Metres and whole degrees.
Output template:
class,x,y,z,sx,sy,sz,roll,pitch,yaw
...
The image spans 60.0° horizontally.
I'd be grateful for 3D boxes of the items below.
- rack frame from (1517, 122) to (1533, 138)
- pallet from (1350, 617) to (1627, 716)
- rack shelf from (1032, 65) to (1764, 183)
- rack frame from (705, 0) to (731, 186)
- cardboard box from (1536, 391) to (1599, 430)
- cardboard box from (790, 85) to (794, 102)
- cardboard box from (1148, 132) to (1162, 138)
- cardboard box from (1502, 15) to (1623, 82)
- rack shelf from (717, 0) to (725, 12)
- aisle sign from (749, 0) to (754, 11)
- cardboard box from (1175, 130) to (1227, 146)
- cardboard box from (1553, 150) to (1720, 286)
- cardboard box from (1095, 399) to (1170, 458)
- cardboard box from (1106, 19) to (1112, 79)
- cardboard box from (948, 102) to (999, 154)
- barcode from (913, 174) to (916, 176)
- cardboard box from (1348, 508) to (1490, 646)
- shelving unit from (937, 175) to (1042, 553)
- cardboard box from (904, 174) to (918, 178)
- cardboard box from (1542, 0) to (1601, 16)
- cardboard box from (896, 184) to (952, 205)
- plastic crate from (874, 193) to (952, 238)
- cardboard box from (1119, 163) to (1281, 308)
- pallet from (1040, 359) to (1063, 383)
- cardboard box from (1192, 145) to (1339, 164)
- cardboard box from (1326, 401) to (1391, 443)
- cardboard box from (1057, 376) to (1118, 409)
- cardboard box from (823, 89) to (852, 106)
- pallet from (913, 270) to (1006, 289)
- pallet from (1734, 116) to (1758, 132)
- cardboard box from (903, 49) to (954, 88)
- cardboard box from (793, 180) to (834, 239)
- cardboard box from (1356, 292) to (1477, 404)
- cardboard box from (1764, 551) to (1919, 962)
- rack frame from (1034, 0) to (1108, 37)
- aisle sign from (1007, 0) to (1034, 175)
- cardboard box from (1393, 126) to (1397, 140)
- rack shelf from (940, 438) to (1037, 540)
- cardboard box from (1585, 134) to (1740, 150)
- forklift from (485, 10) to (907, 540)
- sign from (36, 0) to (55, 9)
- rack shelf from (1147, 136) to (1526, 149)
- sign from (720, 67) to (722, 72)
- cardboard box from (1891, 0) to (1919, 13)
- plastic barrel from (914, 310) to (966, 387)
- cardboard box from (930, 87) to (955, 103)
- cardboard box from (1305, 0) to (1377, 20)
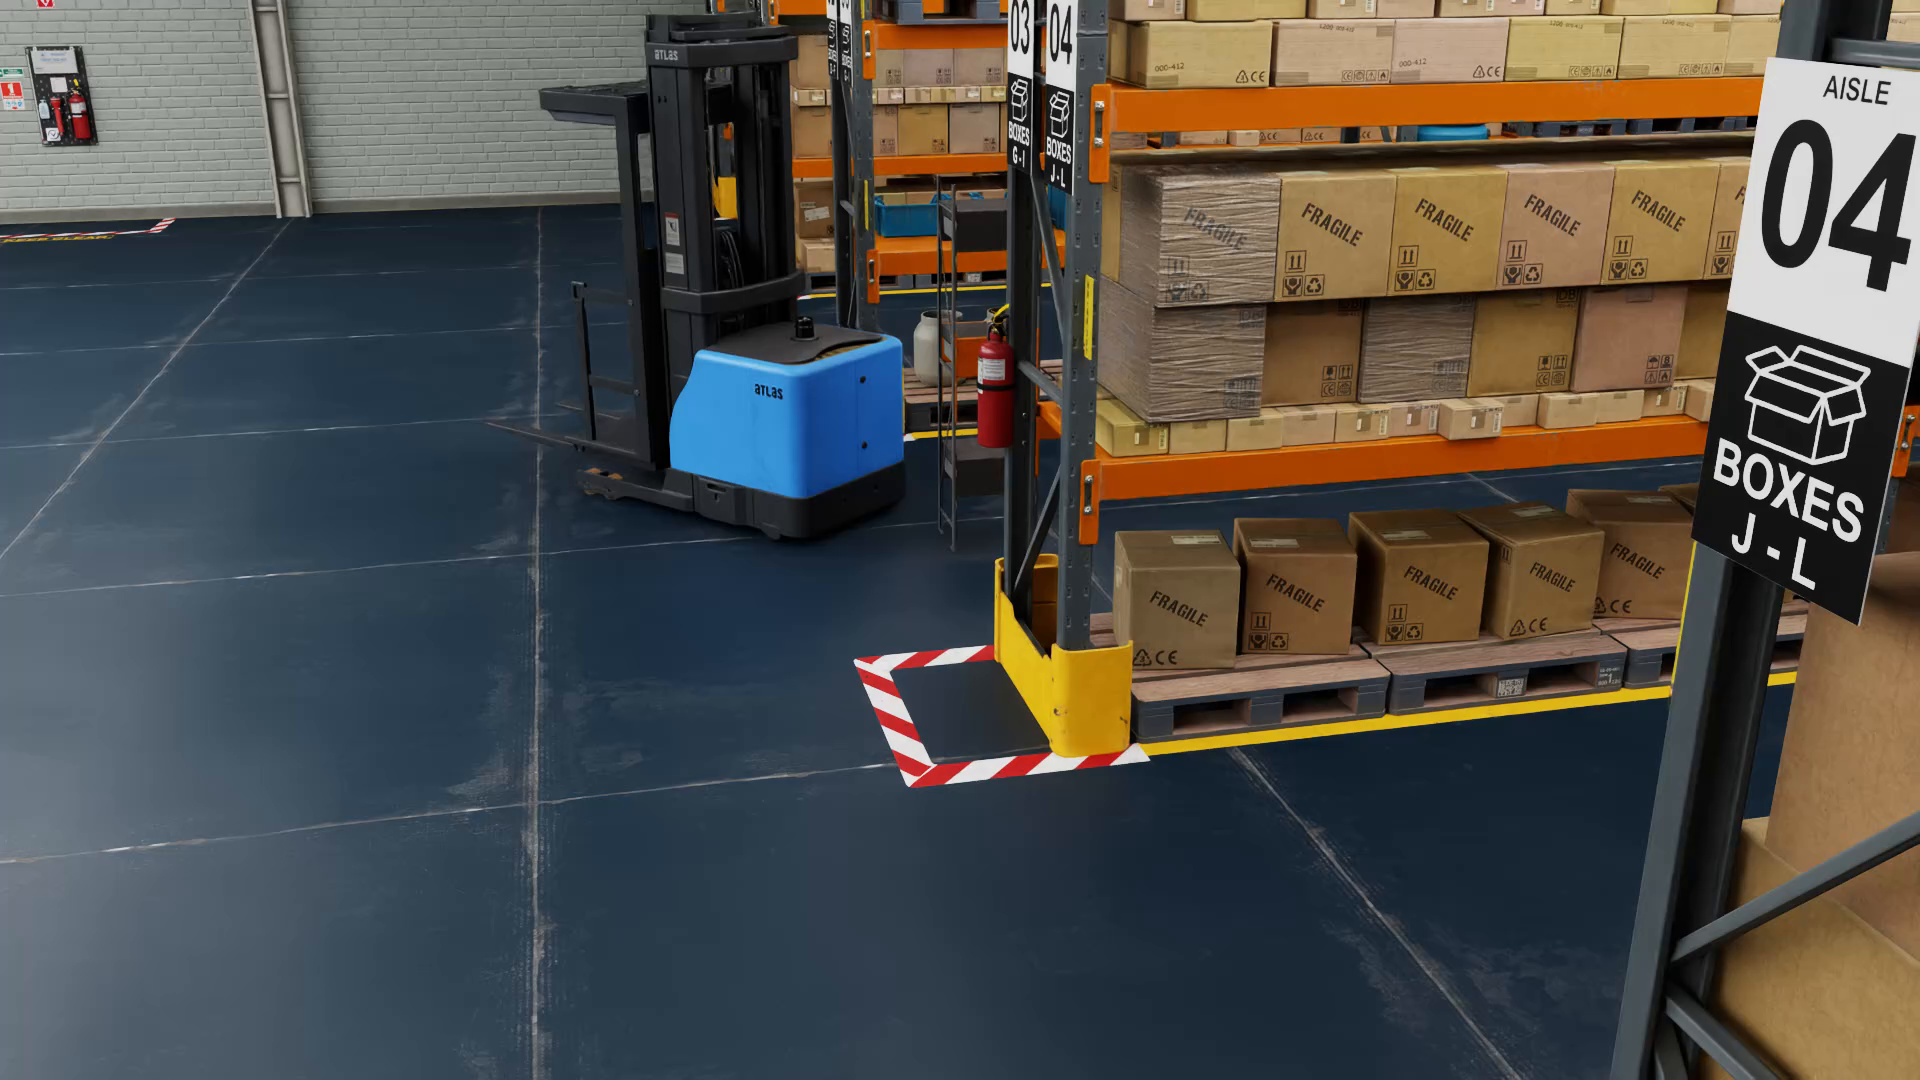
class,x,y,z,sx,sy,sz,roll,pitch,yaw
rack frame,5.894,-4.610,18.038,0.127,3.000,1.000,-5,21,-12
pallet,2.442,0.495,8.156,1.213,0.211,1.003,-5,21,-12
rack shelf,2.331,-1.889,7.296,4.000,0.370,1.077,-5,21,-12
rack frame,-3.035,-5.634,20.835,0.127,3.000,1.000,-5,21,-12
cardboard box,2.673,-0.630,7.538,0.250,0.149,0.380,-5,21,-12
cardboard box,-1.563,-4.422,16.437,0.250,0.149,0.380,-5,21,-13
cardboard box,2.504,-5.478,22.313,0.500,0.250,0.500,-5,21,-14
cardboard box,2.402,-2.074,6.972,0.500,0.250,0.500,-4,21,-11
rack shelf,-1.089,-6.863,20.875,4.000,0.370,1.077,-5,21,-12
aisle sign,-2.023,-5.290,16.116,0.004,0.787,0.394,-5,21,-12
cardboard box,2.470,-4.276,17.346,0.500,0.250,0.500,-3,20,-9
cardboard box,2.930,-1.426,7.315,0.500,0.500,0.500,-5,21,-12
cardboard box,0.717,-0.485,7.143,0.250,0.149,0.380,-5,21,-12
cardboard box,0.795,-2.122,7.102,0.500,0.250,0.500,-4,21,-11
cardboard box,0.072,-4.180,16.718,0.500,0.500,0.700,-4,21,-11
barcode,-0.610,-4.808,21.923,0.075,0.075,0.001,-5,21,-12
cardboard box,2.184,0.170,8.012,0.500,0.500,0.500,-3,20,-7
shelving unit,0.161,-0.999,9.489,0.503,2.100,0.431,-5,21,-12
cardboard box,-0.703,-4.699,21.787,0.250,0.149,0.380,-6,21,-17
cardboard box,2.463,-2.282,6.960,0.250,0.149,0.380,-5,21,-14
cardboard box,-0.349,-3.287,16.723,0.500,0.500,0.500,-5,21,-12
plastic crate,-0.337,-2.388,12.189,0.616,0.251,0.499,-5,21,-12
cardboard box,0.983,-1.269,6.886,0.500,0.500,0.500,-5,21,-12
pallet,1.285,-1.188,12.752,1.213,0.211,1.003,-5,21,-12
cardboard box,1.348,-1.484,7.474,0.500,0.500,0.500,-5,21,-12
cardboard box,1.695,-0.557,7.340,0.250,0.149,0.380,-5,21,-12
cardboard box,0.614,-0.634,7.550,0.250,0.149,0.380,-5,21,-12
cardboard box,-1.204,-4.309,16.128,0.250,0.149,0.380,-5,21,-14
pallet,0.028,-2.837,17.253,1.213,0.211,1.003,-5,21,-12
pallet,8.984,-4.809,18.862,1.213,0.211,1.003,-5,21,-12
cardboard box,-0.382,-4.753,16.398,0.500,0.500,0.700,-5,21,-12
cardboard box,-1.438,-3.377,16.969,0.500,0.500,0.500,-5,21,-12
cardboard box,1.882,-0.986,7.568,0.500,0.500,0.875,-5,21,-12
cardboard box,1.798,0.414,2.535,0.550,0.550,0.875,-5,21,-12
rack frame,0.385,-3.477,6.224,0.127,3.000,1.000,-5,21,-12
aisle sign,0.255,-1.976,7.070,0.004,0.787,0.394,-5,21,-12
cardboard box,4.666,-4.372,17.754,0.250,0.149,0.380,-3,20,-8
rack shelf,0.161,-0.329,9.735,0.480,0.518,0.431,-5,21,-12
cardboard box,3.295,-1.642,7.906,0.500,0.500,0.500,-5,21,-12
forklift,-1.824,-1.757,10.351,3.031,2.935,1.130,14,24,33
sign,-10.836,-6.443,19.672,0.199,0.298,0.001,-5,21,-12
rack shelf,3.948,-4.114,17.729,4.000,0.370,1.077,-5,21,-12
sign,-2.910,-5.859,20.190,0.005,0.325,0.100,-5,21,-12
cardboard box,4.027,-2.380,7.227,0.250,0.149,0.380,-4,20,-11
plastic barrel,-0.132,-1.425,12.350,0.421,0.512,0.421,0,20,0
cardboard box,-0.207,-4.390,16.349,0.250,0.149,0.380,-5,21,-13
cardboard box,1.479,-2.177,6.674,0.250,0.149,0.380,-4,20,-10
